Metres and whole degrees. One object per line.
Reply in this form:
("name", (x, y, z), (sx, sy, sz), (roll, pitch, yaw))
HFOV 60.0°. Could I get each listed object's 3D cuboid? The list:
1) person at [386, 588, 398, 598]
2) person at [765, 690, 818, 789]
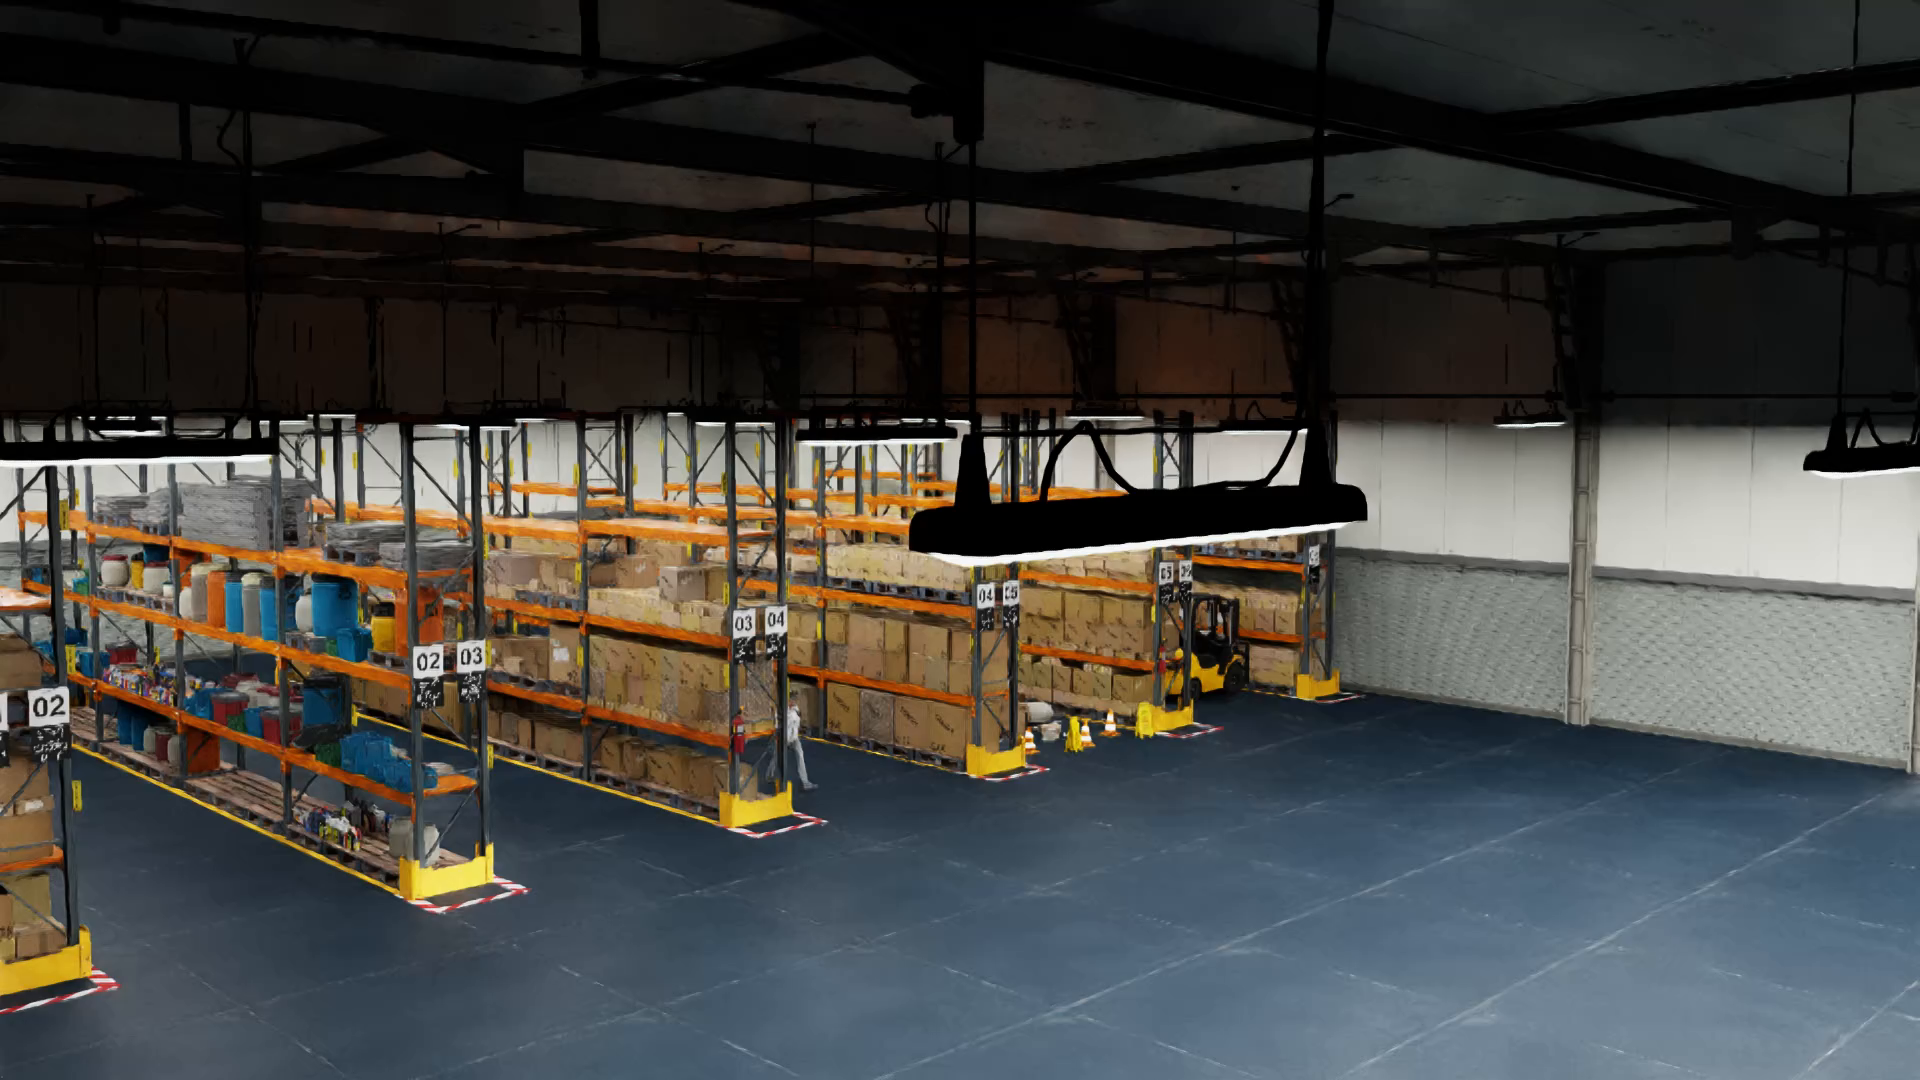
("person", (-13.963, 1.914, 40.860), (0.572, 1.760, 0.616), (1, 5, 9))
("person", (-2.766, 3.193, 26.793), (0.495, 1.589, 1.086), (-4, 7, -42))
